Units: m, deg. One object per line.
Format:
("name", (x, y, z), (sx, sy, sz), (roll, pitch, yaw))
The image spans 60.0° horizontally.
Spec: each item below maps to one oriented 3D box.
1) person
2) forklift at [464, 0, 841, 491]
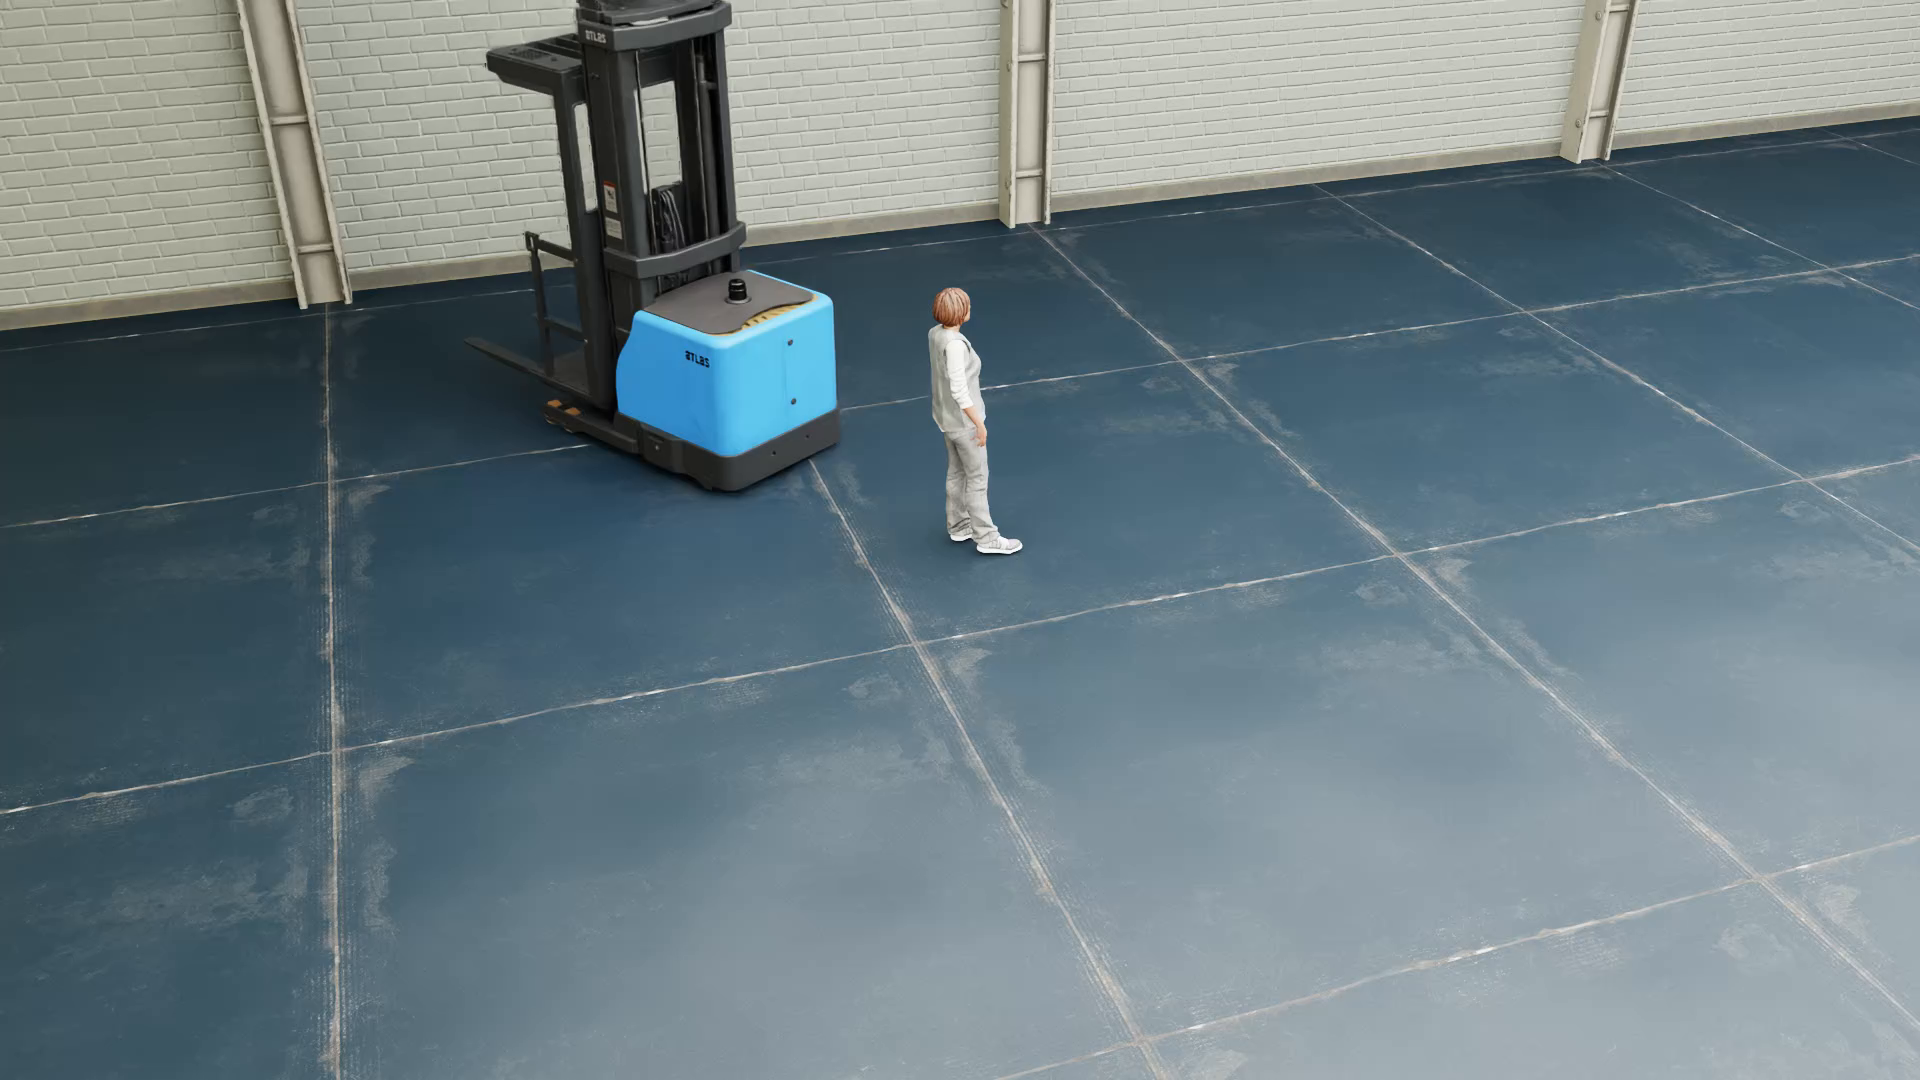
("person", (0.075, -0.697, 9.636), (0.474, 1.583, 0.519), (-10, 31, -16))
("forklift", (-2.247, -2.179, 10.873), (3.031, 2.935, 1.130), (23, 37, 34))
